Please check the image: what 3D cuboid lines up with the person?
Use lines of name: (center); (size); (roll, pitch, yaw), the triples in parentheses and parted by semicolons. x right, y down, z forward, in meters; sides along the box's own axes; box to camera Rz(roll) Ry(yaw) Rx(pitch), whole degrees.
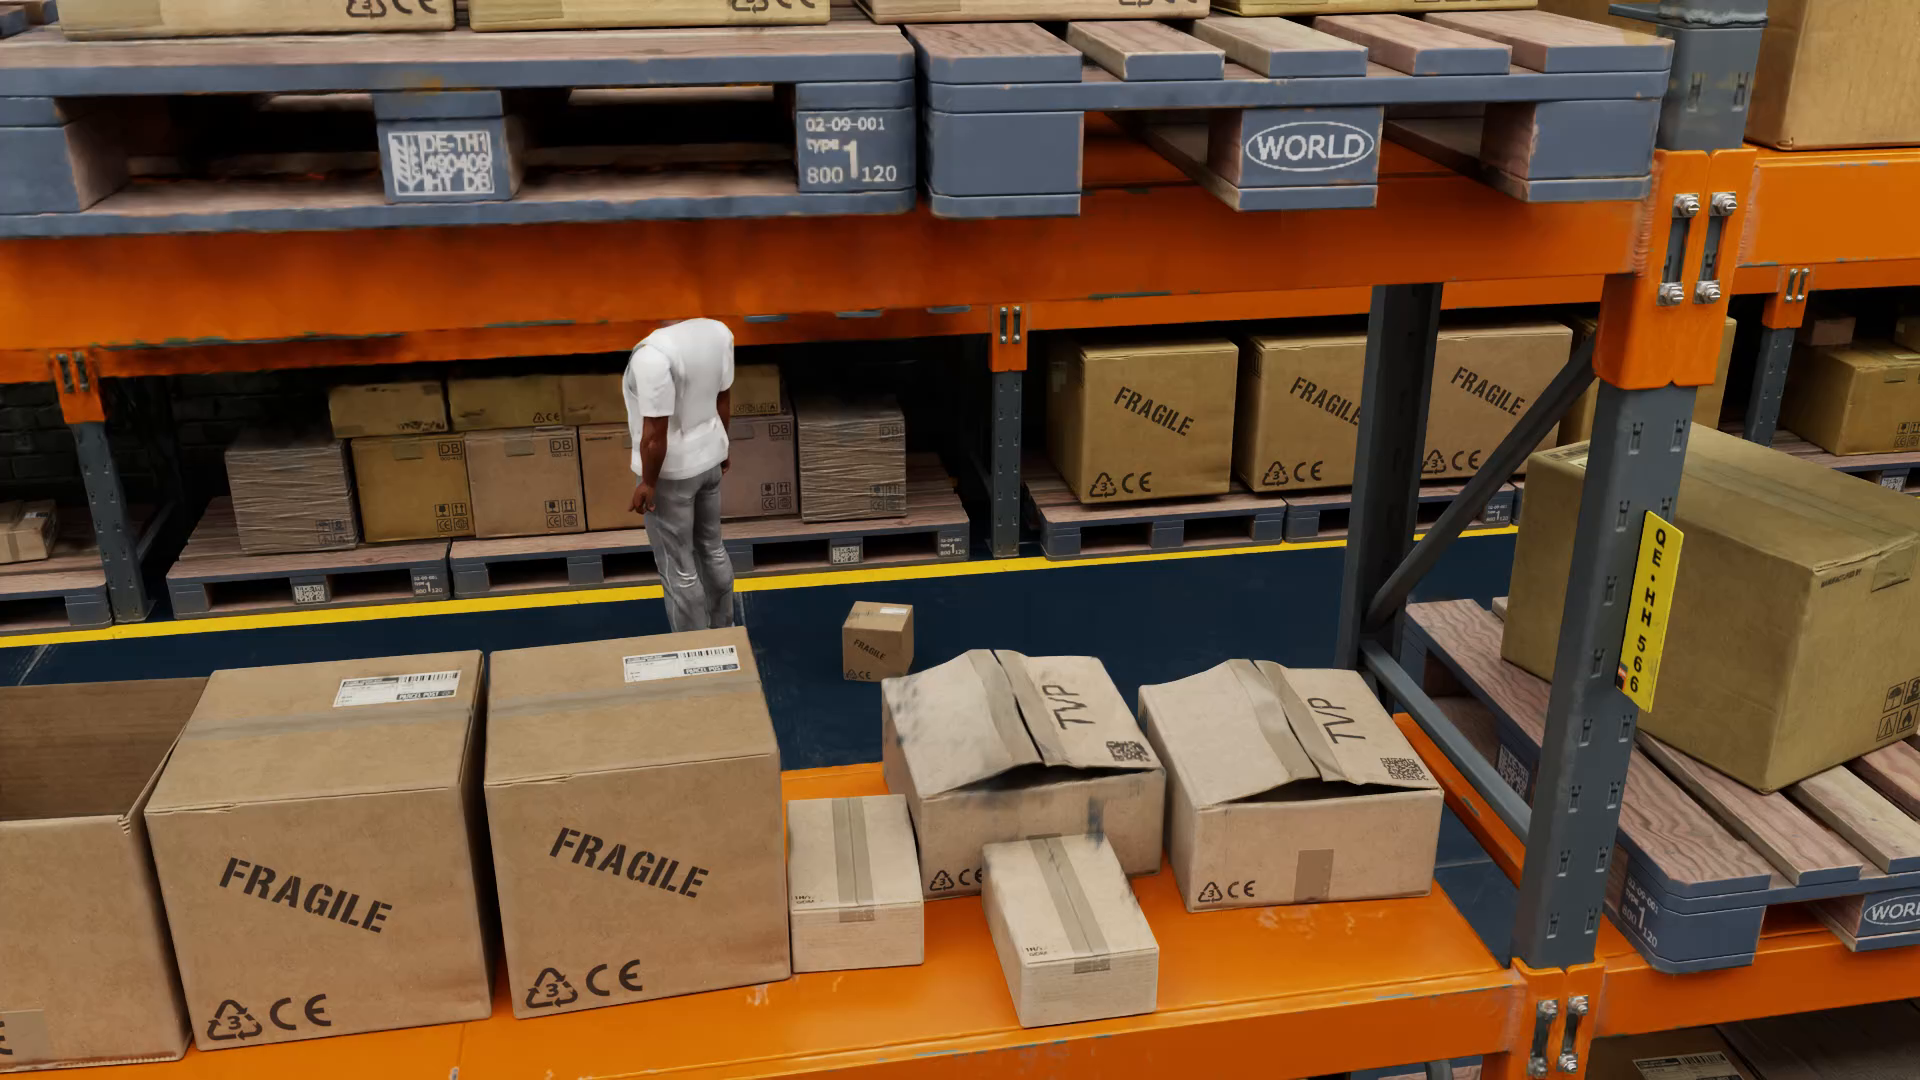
person: (-1.150, -0.305, 6.773); (0.372, 1.771, 0.566); (12, 26, 27)
